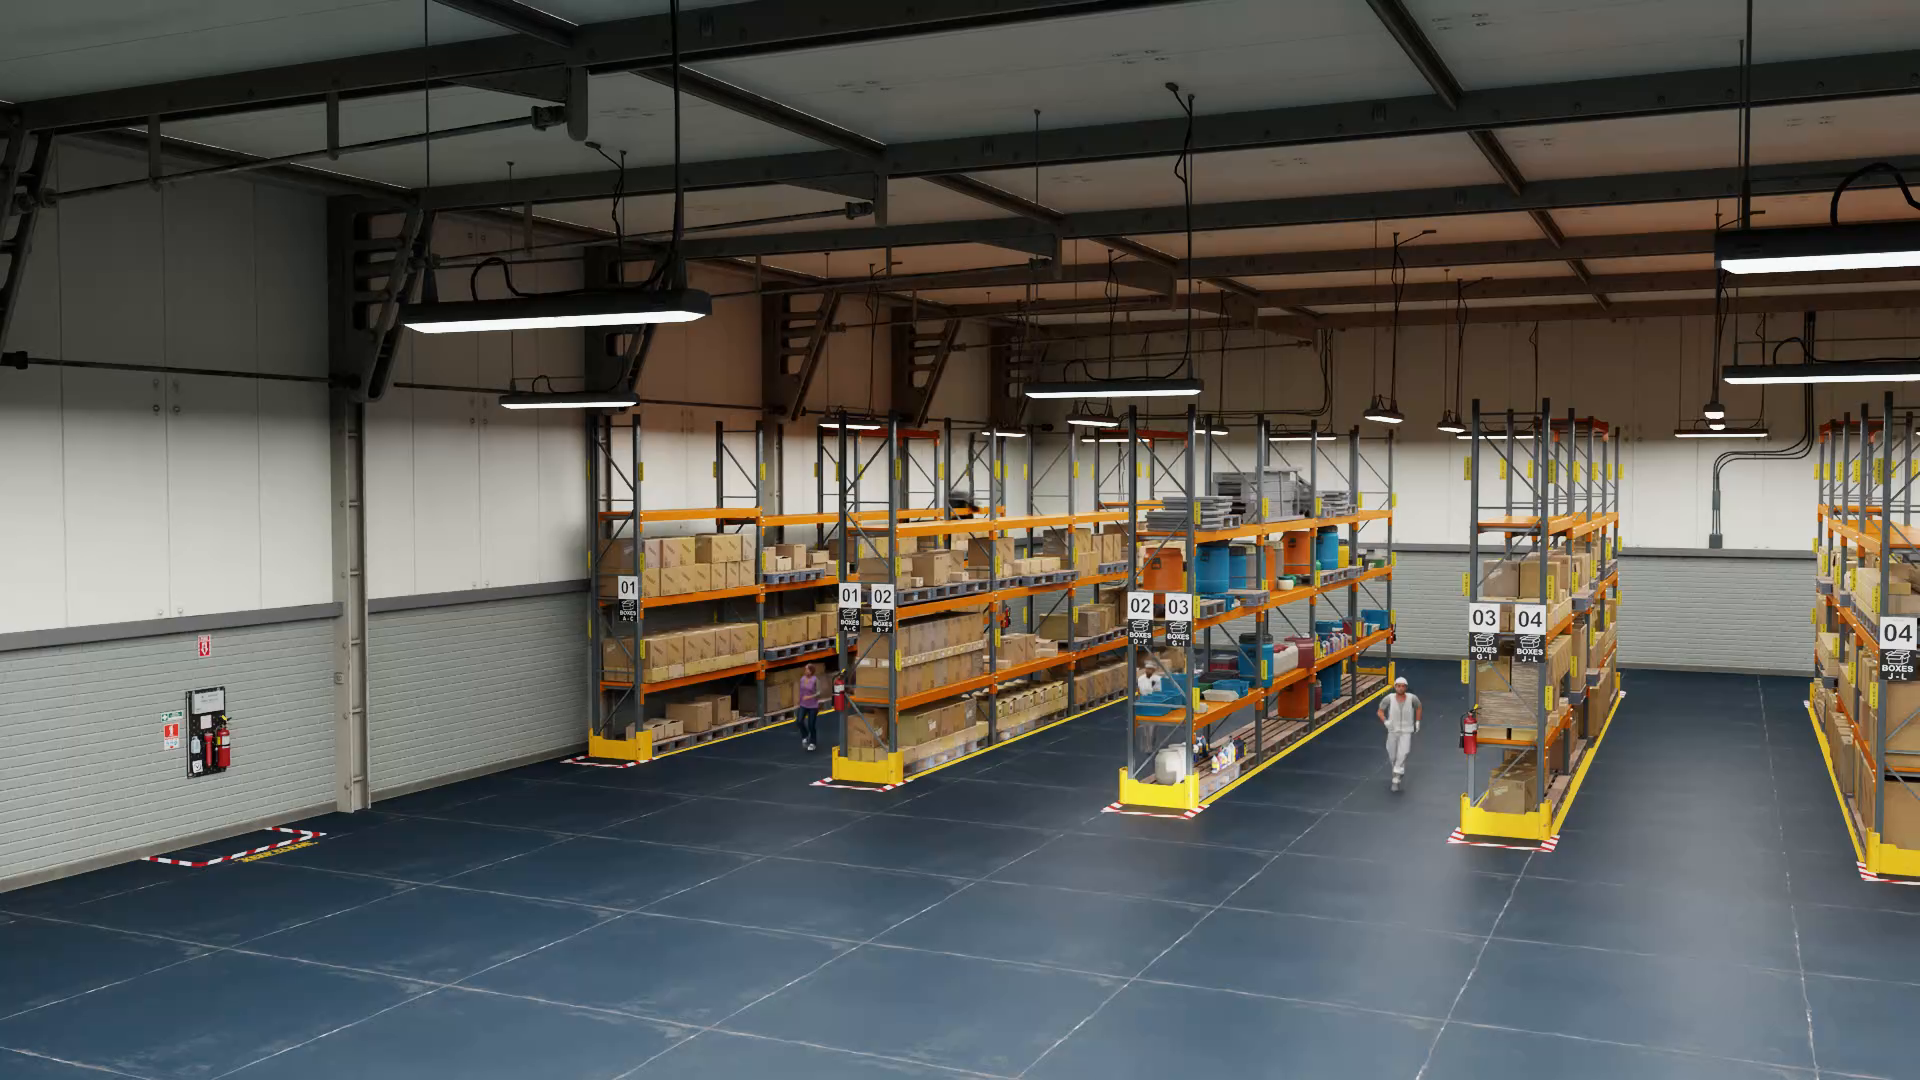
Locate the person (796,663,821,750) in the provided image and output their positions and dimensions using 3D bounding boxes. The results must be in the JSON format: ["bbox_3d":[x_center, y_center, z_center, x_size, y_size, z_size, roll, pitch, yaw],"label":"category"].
[{"bbox_3d":[-2.725,2.985,29.711,0.515,1.561,0.599,1,2,17],"label":"person"}]

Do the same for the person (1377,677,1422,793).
[{"bbox_3d":[6.950,3.039,26.292,0.683,1.772,0.967,1,2,14],"label":"person"}]

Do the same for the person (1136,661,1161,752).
[{"bbox_3d":[3.352,2.948,29.449,0.571,1.652,0.657,1,3,22],"label":"person"}]

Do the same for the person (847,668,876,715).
[{"bbox_3d":[-1.724,2.901,29.950,0.730,1.722,0.597,1,3,22],"label":"person"}]
